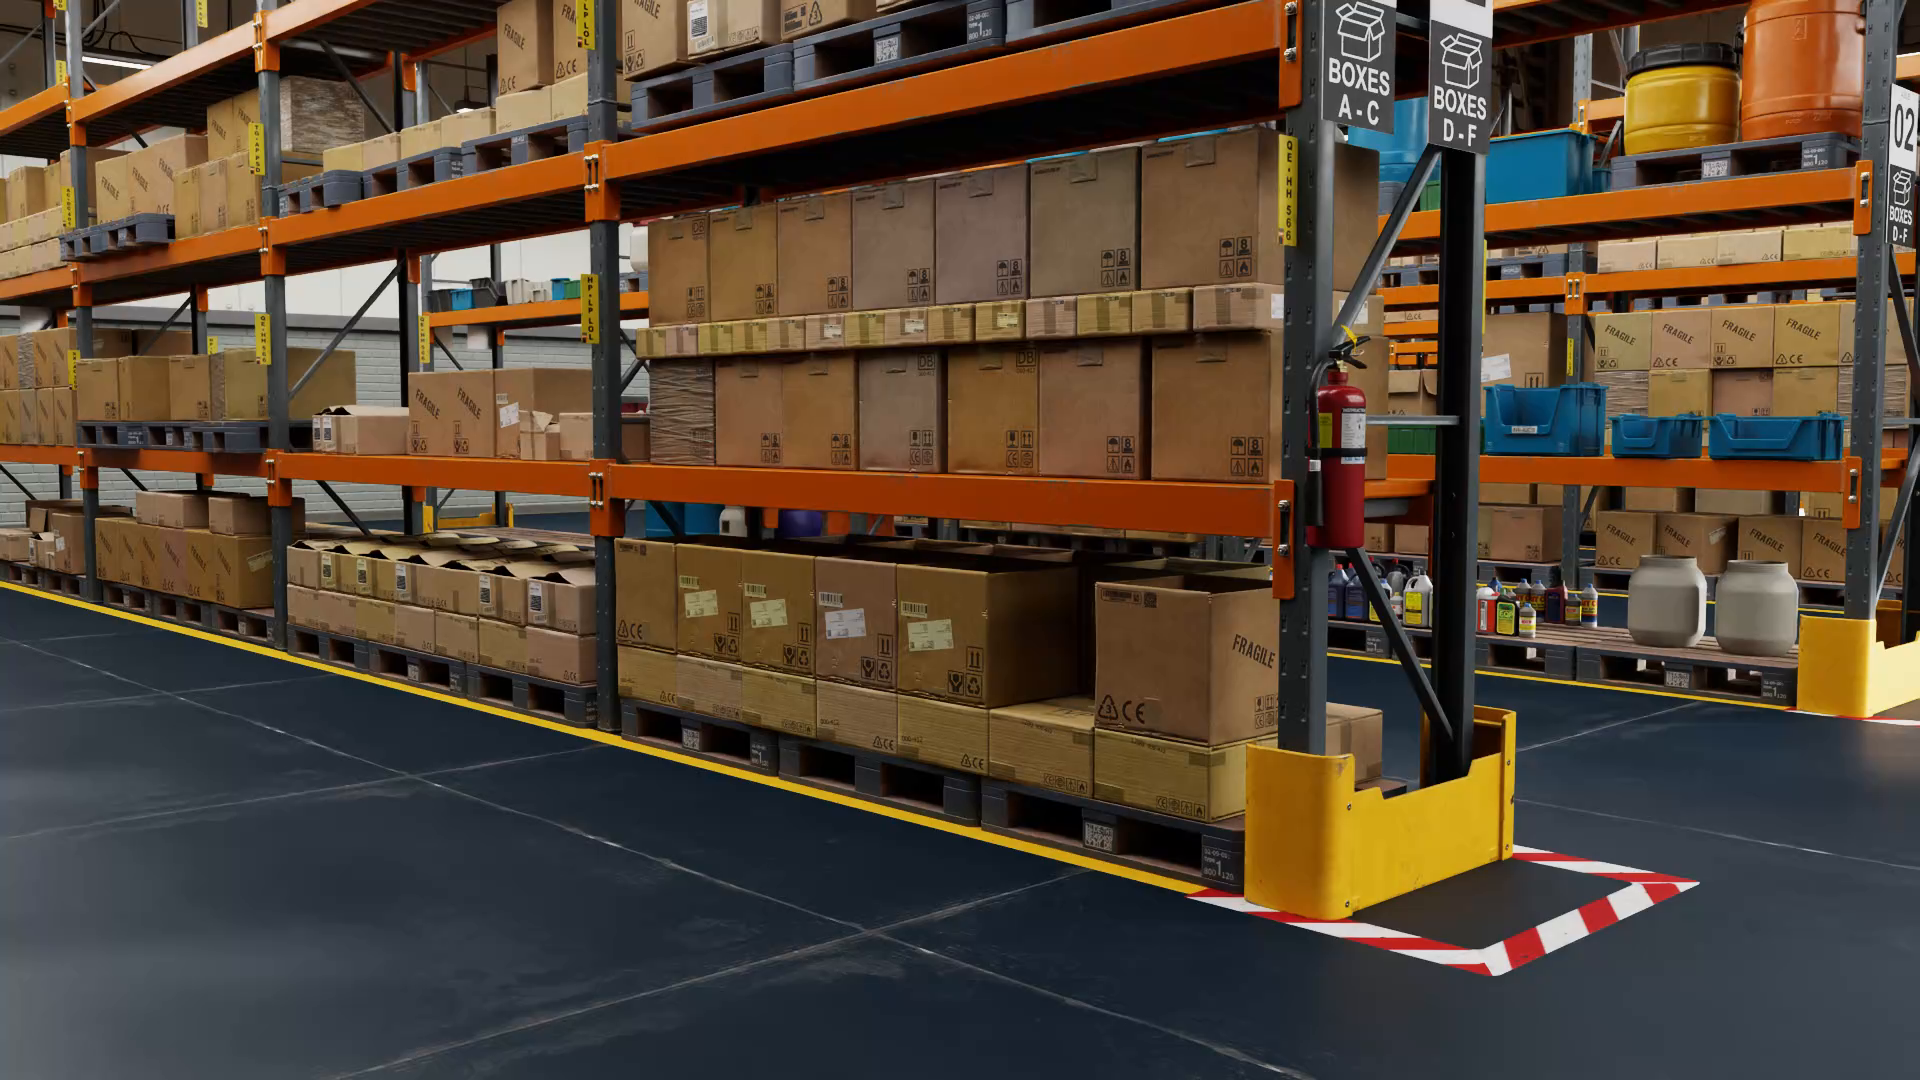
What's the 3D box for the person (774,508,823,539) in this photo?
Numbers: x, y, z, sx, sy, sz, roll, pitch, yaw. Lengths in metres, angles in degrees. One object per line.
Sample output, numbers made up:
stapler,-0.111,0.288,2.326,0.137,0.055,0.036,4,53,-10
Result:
person,-1.072,-0.086,10.610,0.436,1.649,0.542,1,4,19
